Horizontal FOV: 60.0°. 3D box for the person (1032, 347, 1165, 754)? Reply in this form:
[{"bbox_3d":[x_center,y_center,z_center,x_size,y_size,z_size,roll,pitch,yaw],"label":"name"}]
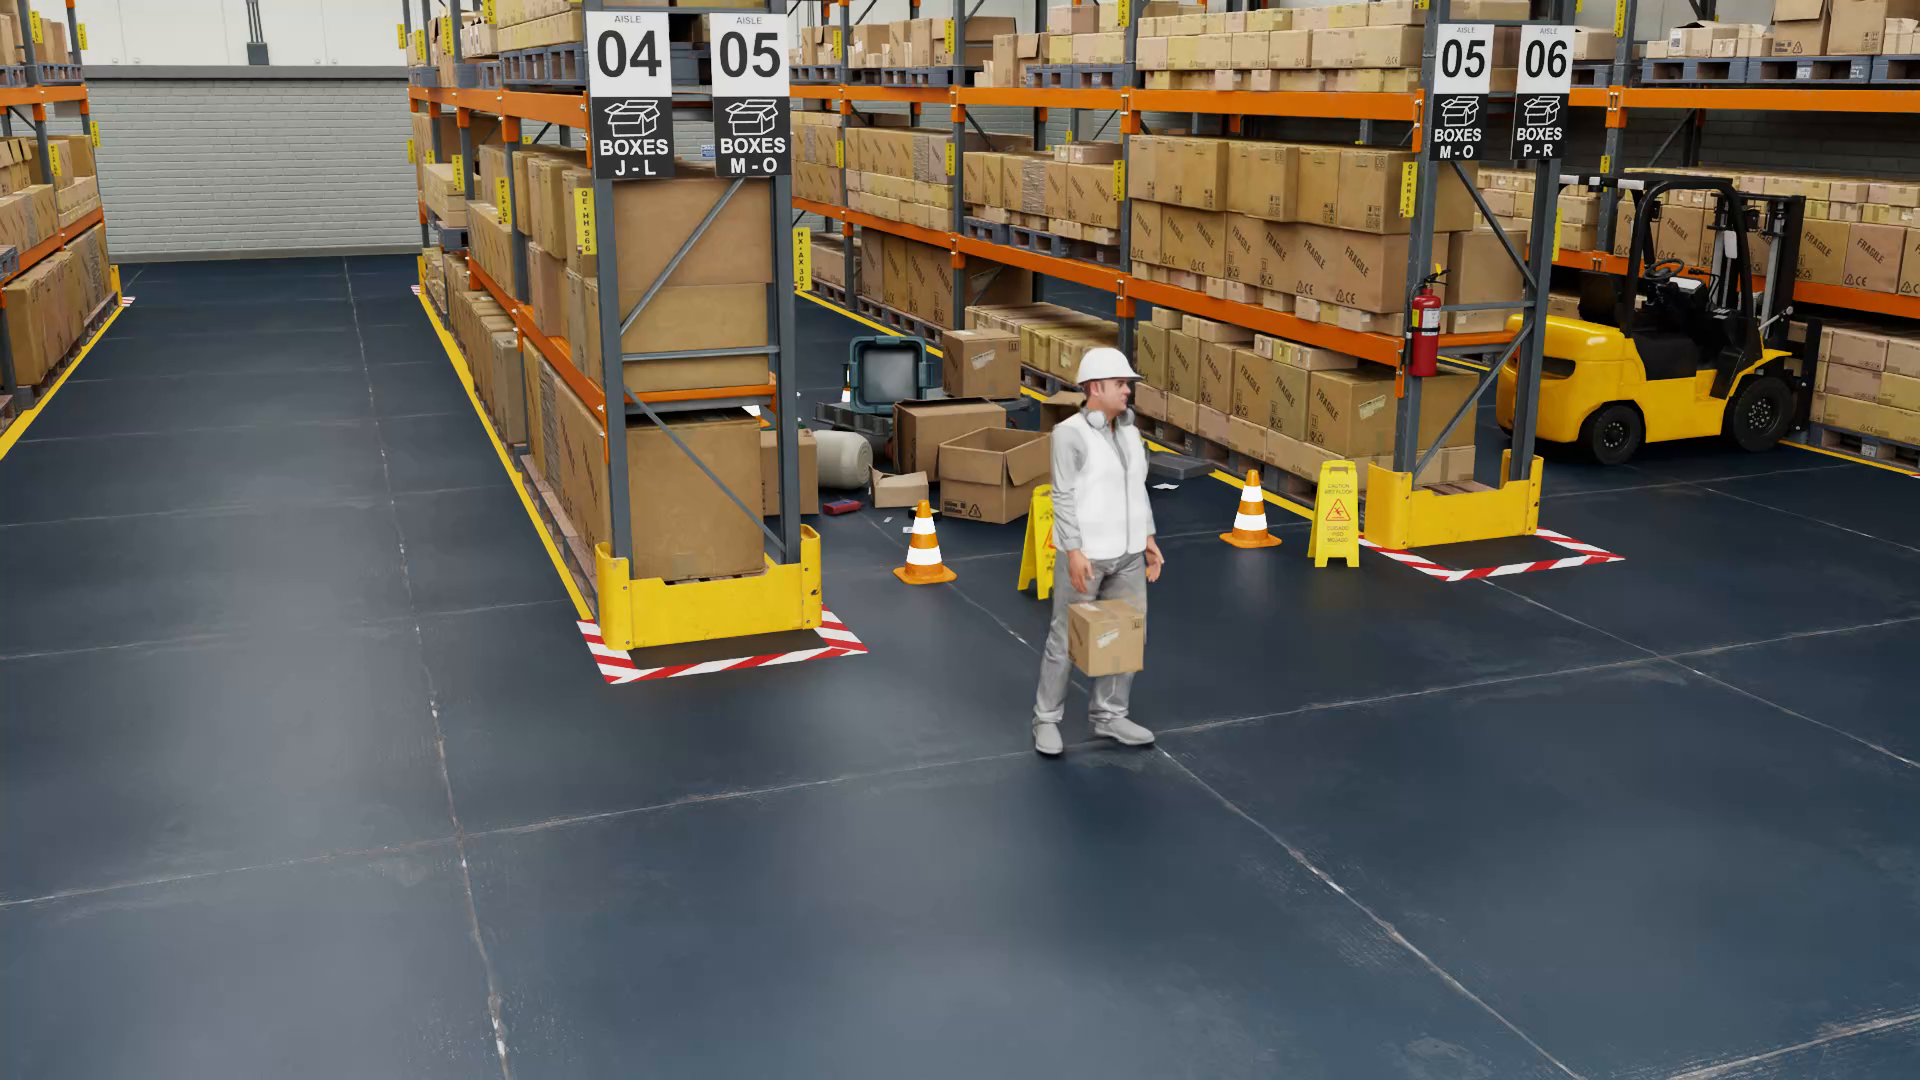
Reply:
[{"bbox_3d":[0.601,0.054,7.291,0.614,1.768,0.438,-12,20,-37],"label":"person"}]
